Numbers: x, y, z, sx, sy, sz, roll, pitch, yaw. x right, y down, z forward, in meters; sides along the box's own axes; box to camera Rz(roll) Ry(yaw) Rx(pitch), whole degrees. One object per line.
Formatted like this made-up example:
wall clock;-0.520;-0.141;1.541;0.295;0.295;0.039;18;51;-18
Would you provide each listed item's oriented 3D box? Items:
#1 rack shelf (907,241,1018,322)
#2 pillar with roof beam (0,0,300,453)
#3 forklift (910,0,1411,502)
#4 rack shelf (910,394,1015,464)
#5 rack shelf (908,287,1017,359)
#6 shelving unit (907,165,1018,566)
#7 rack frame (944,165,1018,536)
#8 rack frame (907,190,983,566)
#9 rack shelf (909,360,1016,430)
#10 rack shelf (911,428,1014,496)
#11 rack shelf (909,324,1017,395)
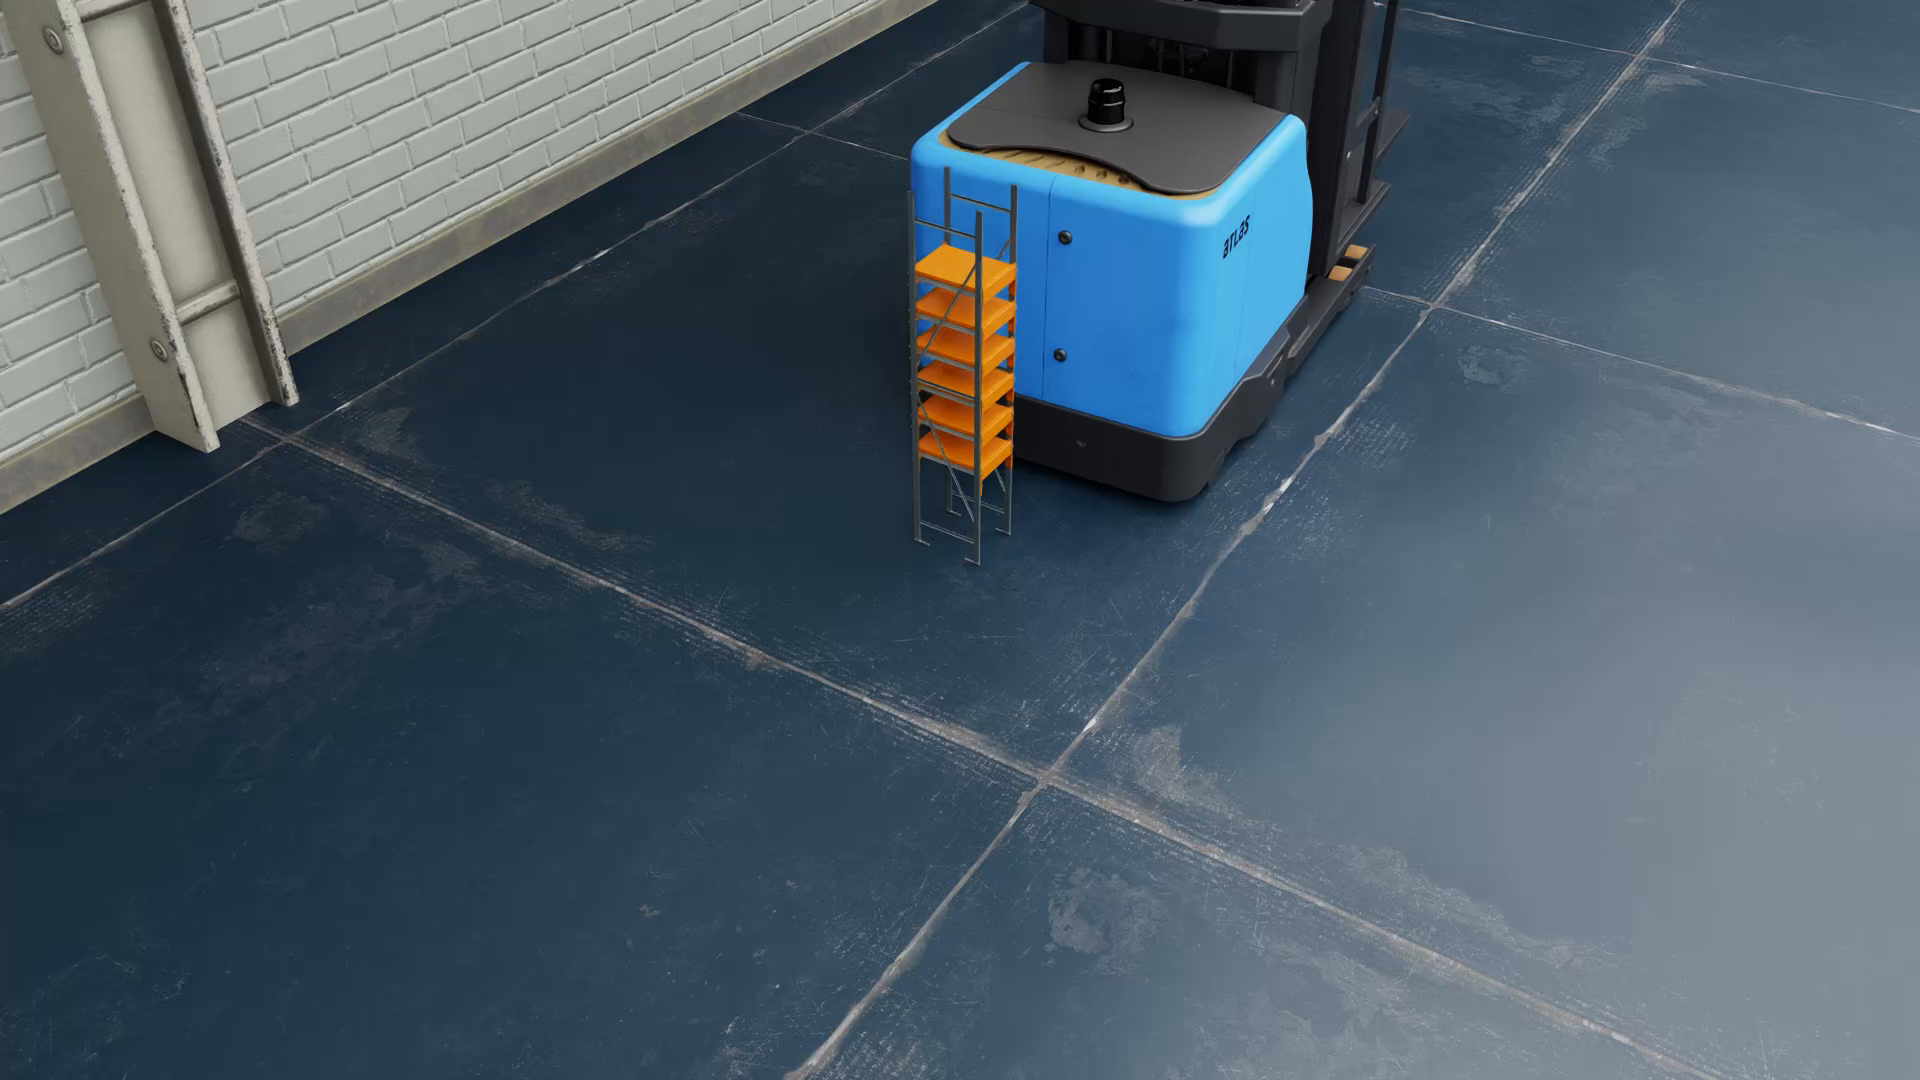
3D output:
rack shelf;0.008;-0.733;4.701;0.258;0.103;0.180;21;42;25
pillar with roof beam;1.062;-2.601;1.254;9.100;9.000;0.400;21;42;25
forklift;0.975;-2.167;5.660;1.130;2.935;3.031;18;41;22
rack shelf;0.008;-0.352;4.994;0.258;0.103;0.180;21;42;25
rack shelf;0.008;-0.638;4.774;0.258;0.103;0.180;21;42;25
shelving unit;0.008;-0.483;4.893;0.258;1.200;0.189;21;42;25
rack frame;0.057;-0.530;4.955;0.240;1.200;0.006;21;42;25
rack frame;-0.041;-0.435;4.832;0.240;1.200;0.006;21;42;25
rack shelf;0.008;-0.447;4.920;0.258;0.103;0.180;21;42;25
rack shelf;0.008;-0.257;5.067;0.258;0.103;0.180;21;42;25
rack shelf;0.008;-0.543;4.847;0.258;0.103;0.180;21;42;25
